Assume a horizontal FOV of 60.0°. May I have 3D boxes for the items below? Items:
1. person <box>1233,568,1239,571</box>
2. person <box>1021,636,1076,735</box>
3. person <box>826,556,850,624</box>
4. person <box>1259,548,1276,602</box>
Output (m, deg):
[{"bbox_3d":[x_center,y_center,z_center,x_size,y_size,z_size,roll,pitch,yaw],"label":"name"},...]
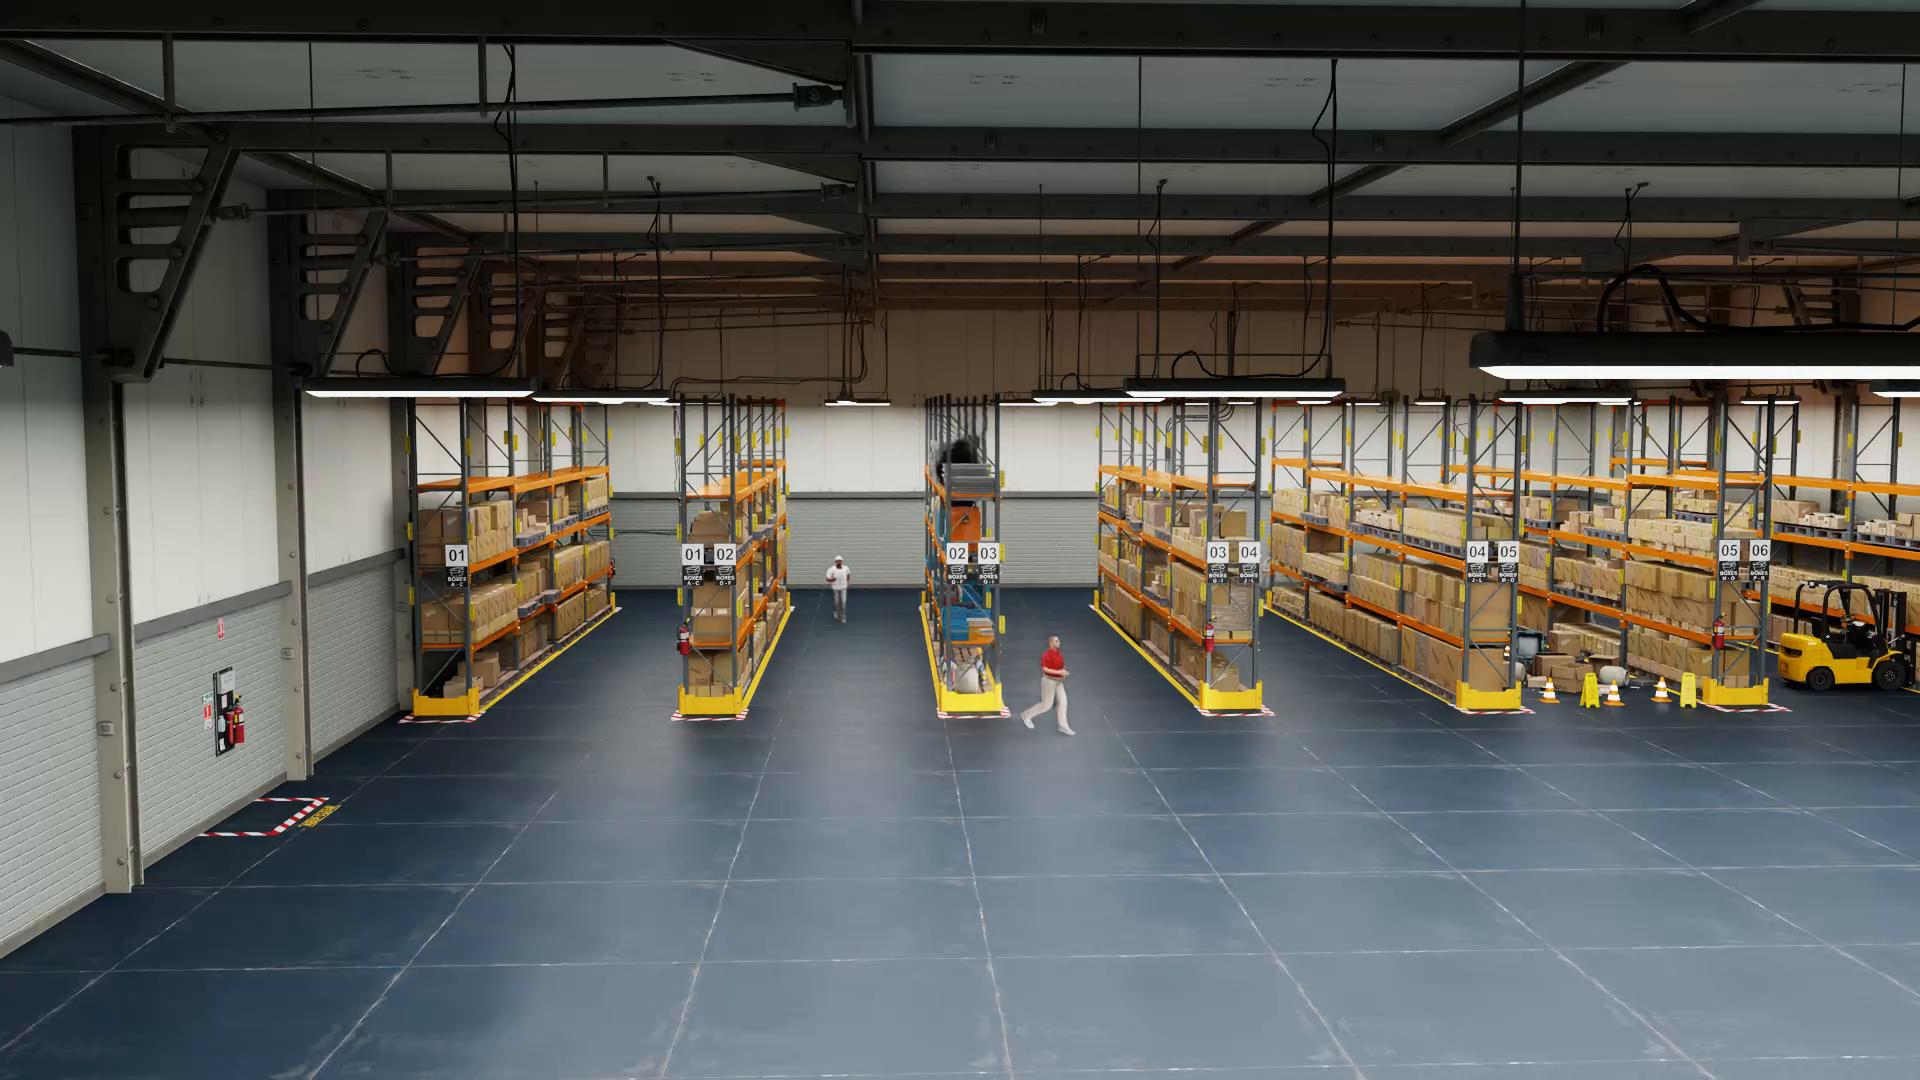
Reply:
[{"bbox_3d":[7.574,1.124,47.686,0.825,1.652,0.506,2,5,24],"label":"person"},{"bbox_3d":[1.584,2.552,29.347,0.968,1.742,0.672,2,5,28],"label":"person"},{"bbox_3d":[-3.234,1.304,44.440,0.695,1.771,0.962,-1,5,-15],"label":"person"},{"bbox_3d":[9.058,1.037,48.900,0.524,1.644,0.597,-1,5,-18],"label":"person"}]
